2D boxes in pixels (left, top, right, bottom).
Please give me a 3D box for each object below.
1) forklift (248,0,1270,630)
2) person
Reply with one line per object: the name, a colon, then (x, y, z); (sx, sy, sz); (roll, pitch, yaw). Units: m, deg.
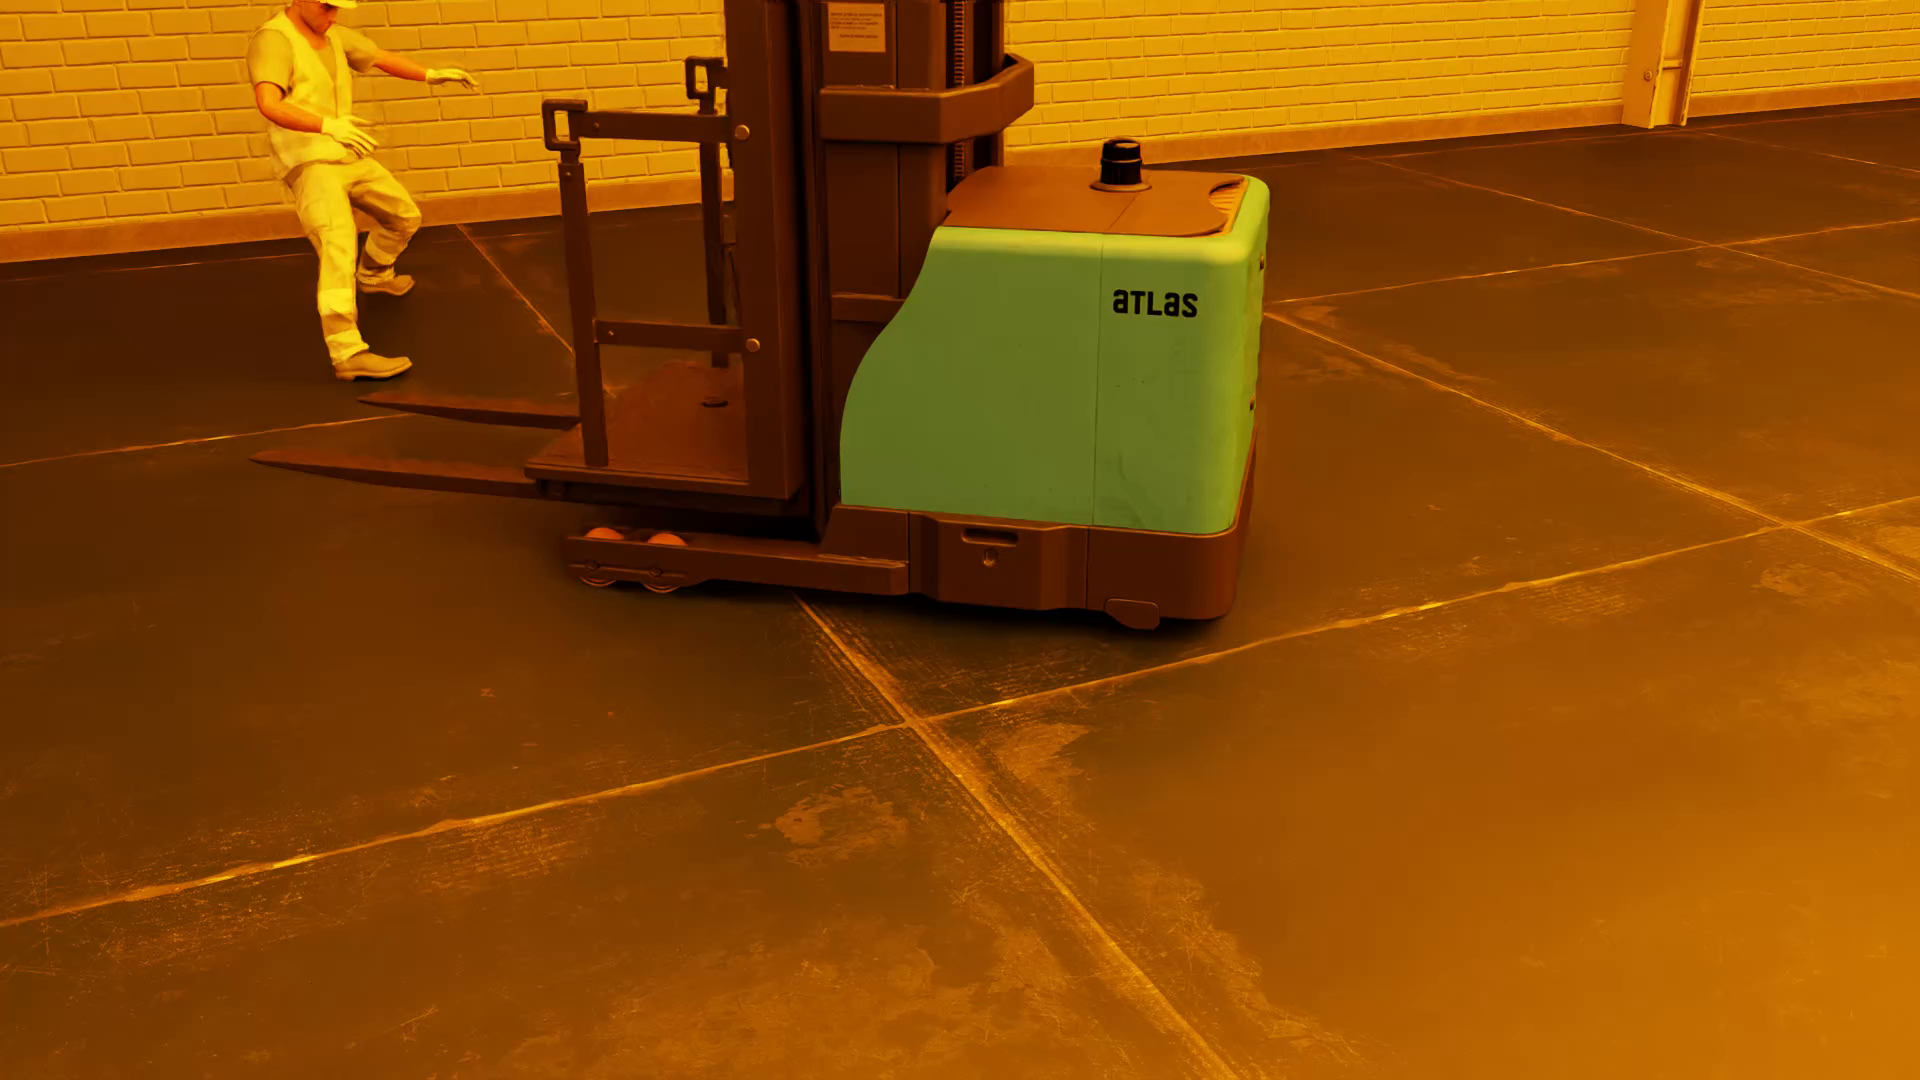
forklift: (-0.650, -1.393, 4.640); (3.031, 2.935, 1.130); (5, 23, 12)
person: (-2.491, -1.619, 6.954); (0.849, 1.569, 1.318); (6, 23, 13)
